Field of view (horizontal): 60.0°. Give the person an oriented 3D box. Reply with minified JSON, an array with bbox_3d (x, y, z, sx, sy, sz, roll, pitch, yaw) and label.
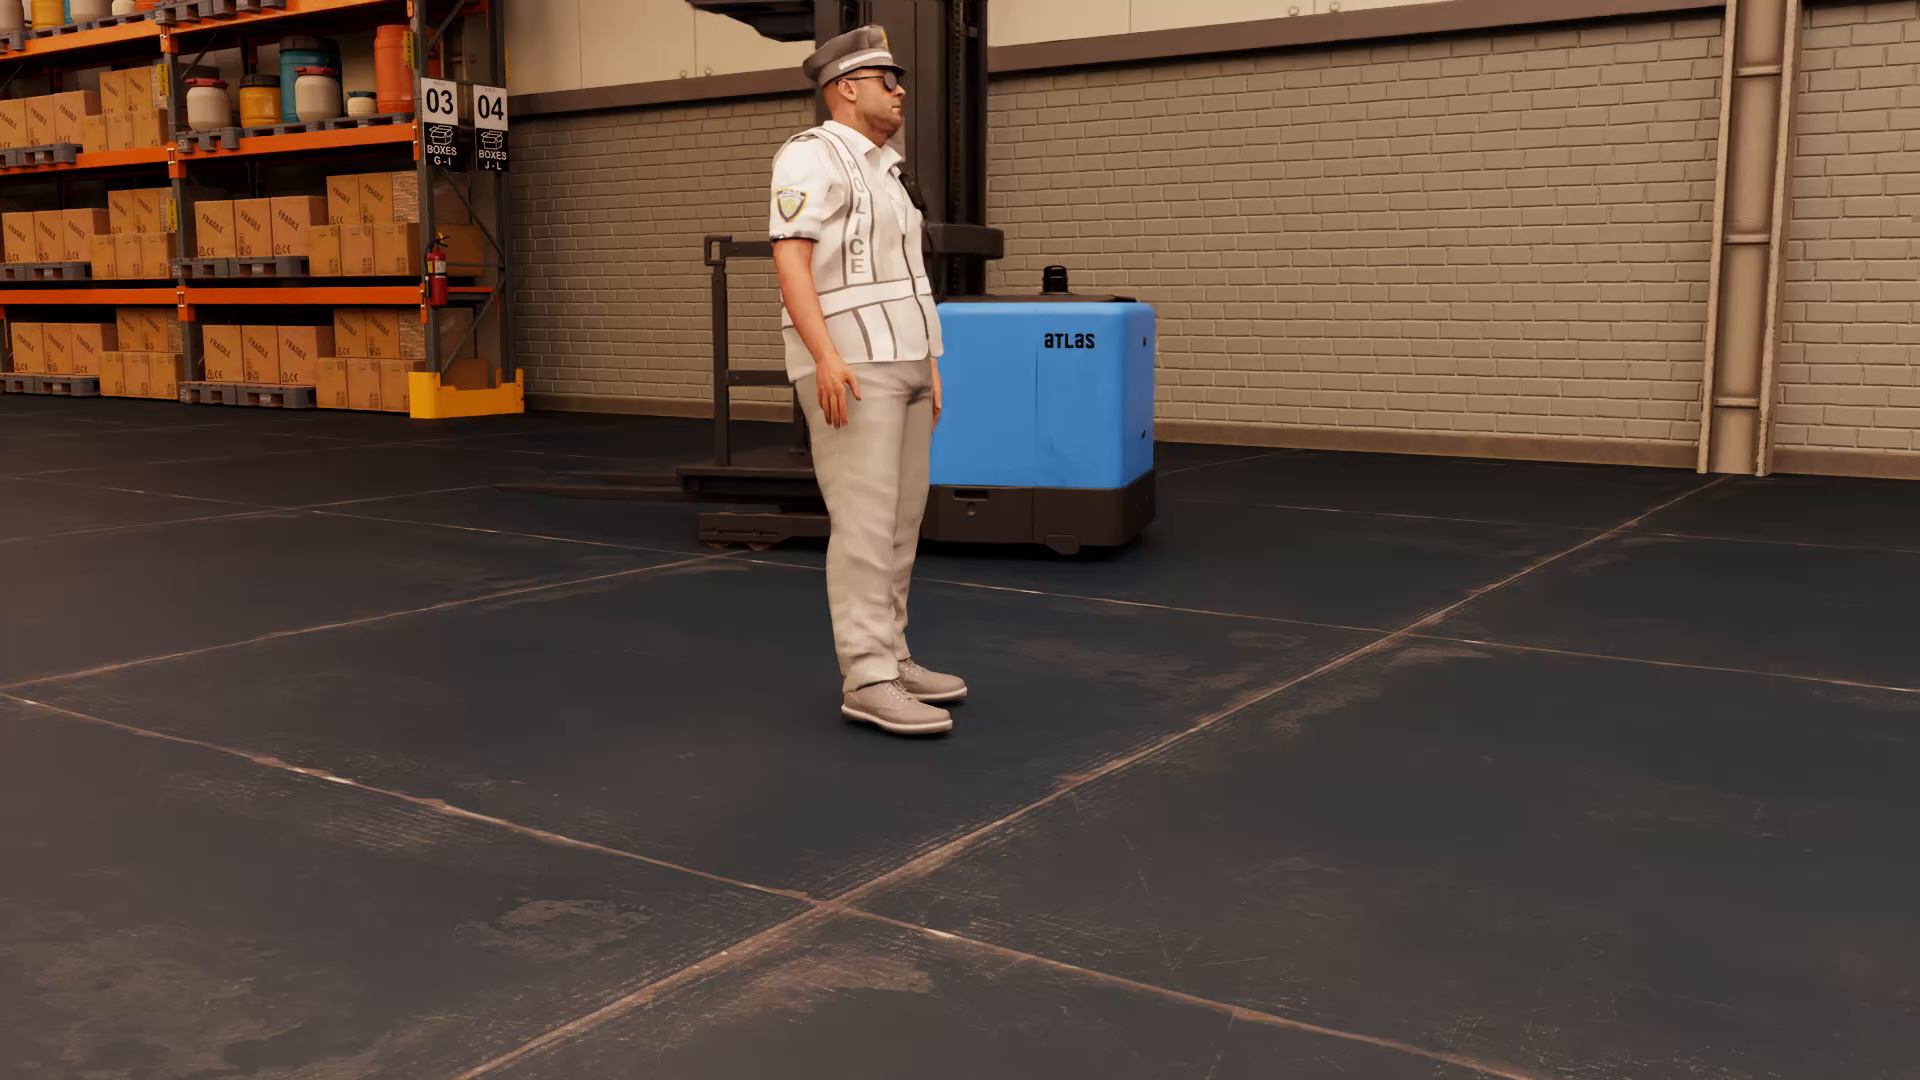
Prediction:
[{"bbox_3d":[-0.174,-0.447,4.365,0.575,1.780,0.641,4,9,25],"label":"person"}]

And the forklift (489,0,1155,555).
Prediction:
[{"bbox_3d":[-0.662,-1.475,7.566,3.031,2.935,1.130,2,8,14],"label":"forklift"}]
